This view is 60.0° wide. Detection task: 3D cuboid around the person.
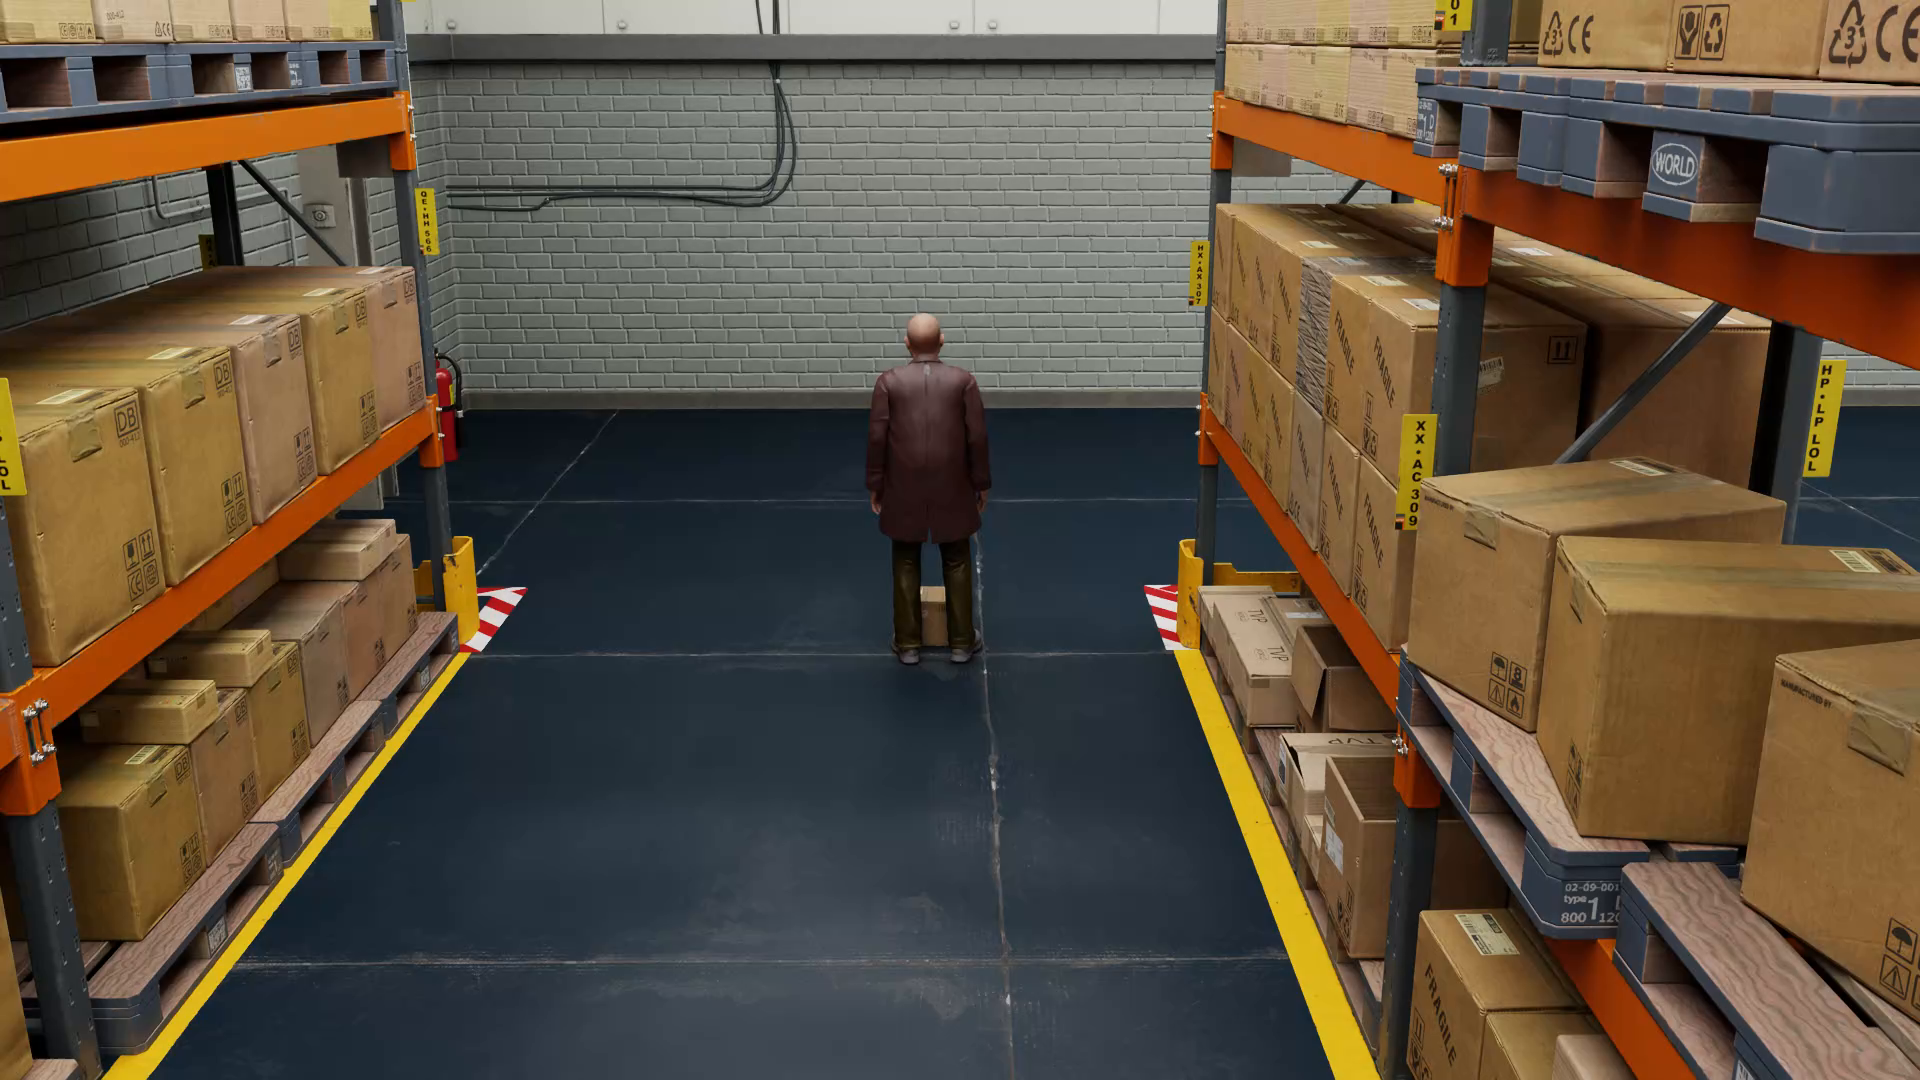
[{"bbox_3d":[-0.160,-0.254,8.407,0.644,1.774,0.425,0,17,0],"label":"person"}]
